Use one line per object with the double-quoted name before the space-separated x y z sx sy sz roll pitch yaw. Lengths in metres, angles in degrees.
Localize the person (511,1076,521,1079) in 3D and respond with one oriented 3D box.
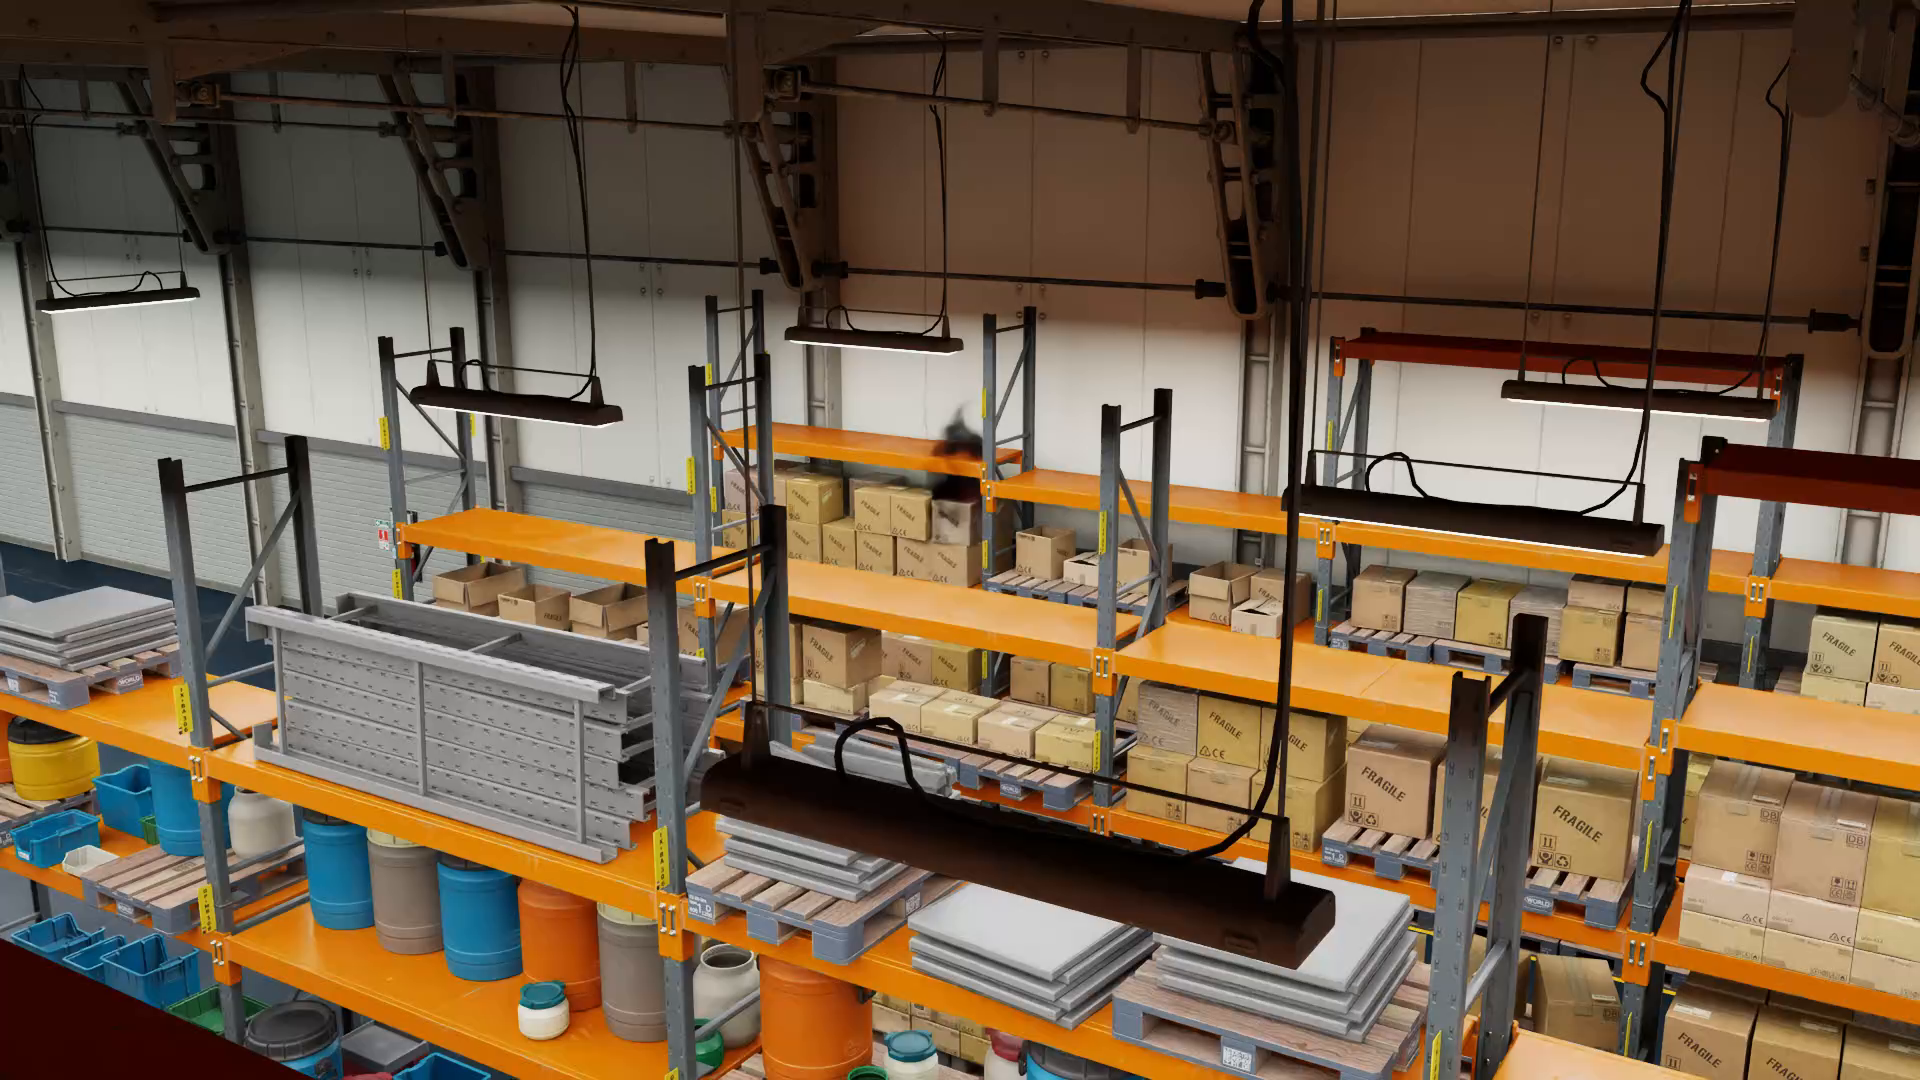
"person" -3.472 4.045 13.396 0.867 1.669 0.562 5 15 19
